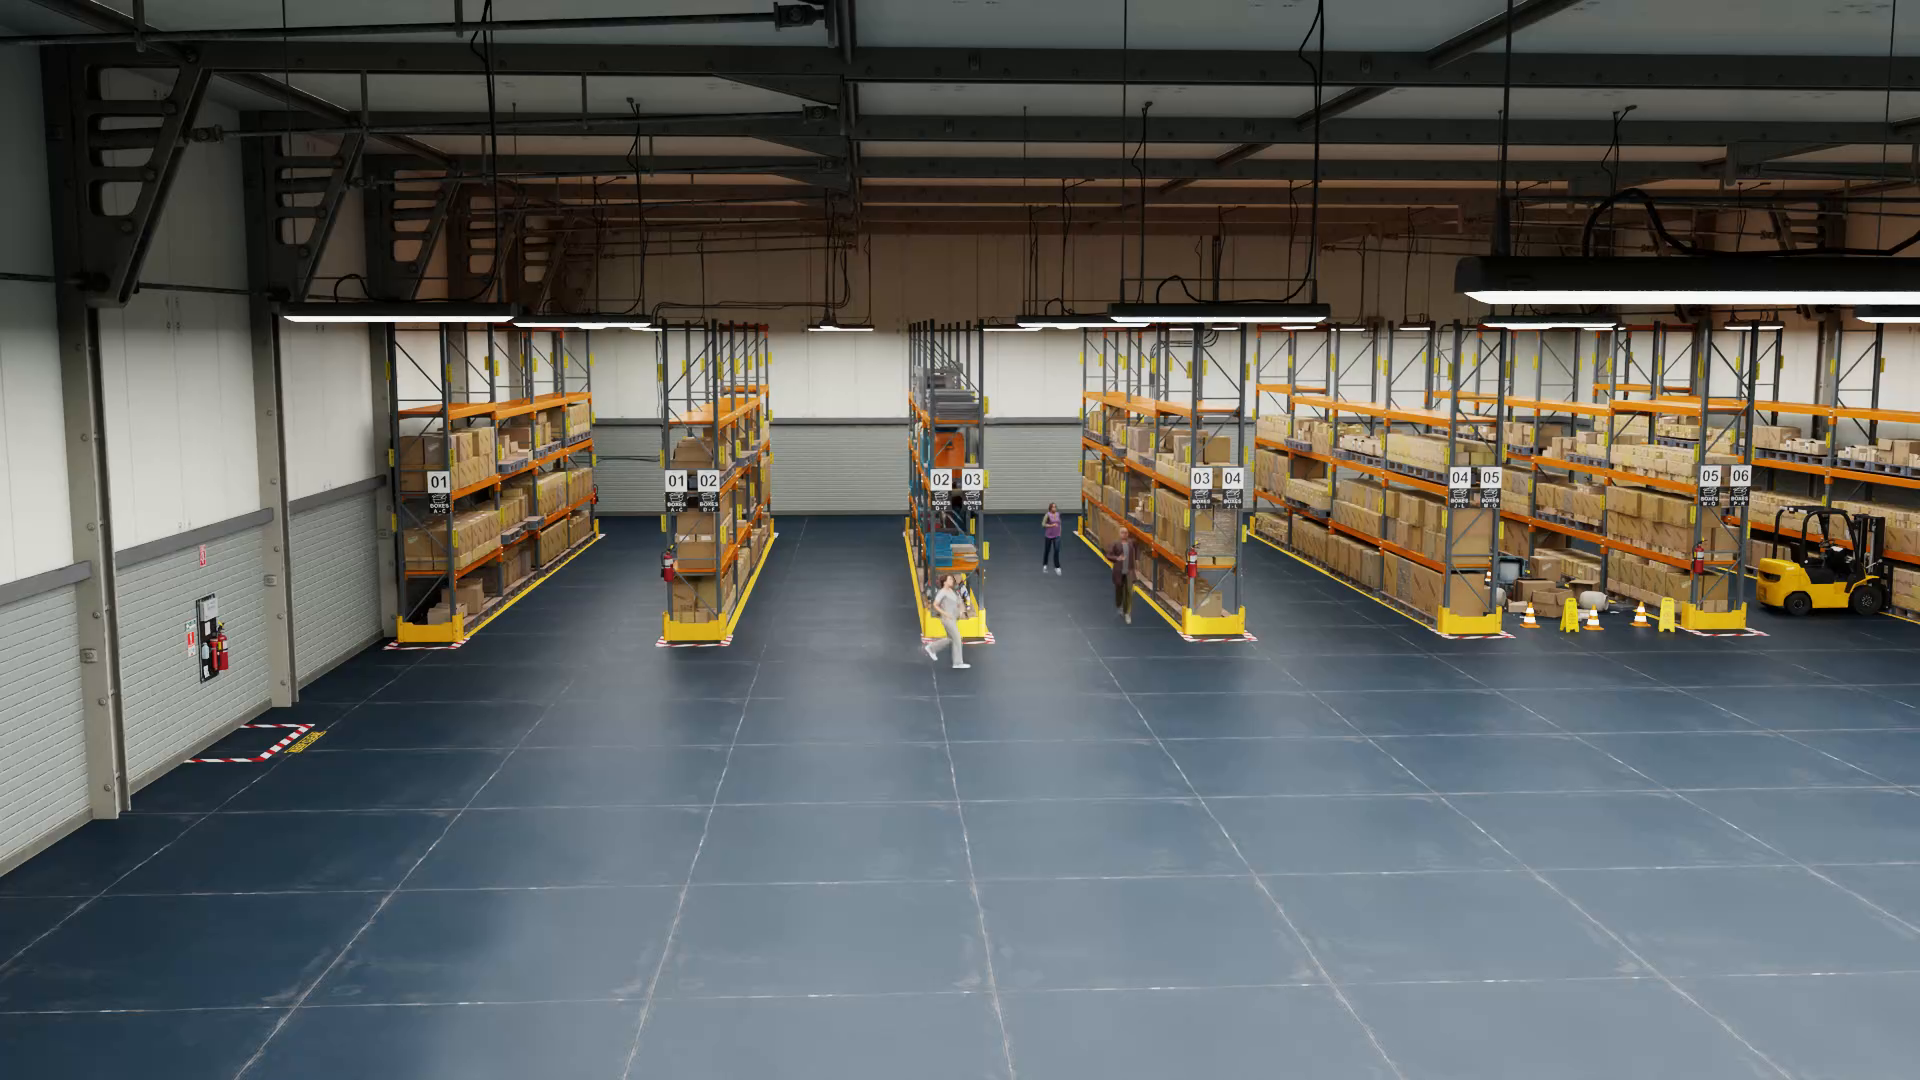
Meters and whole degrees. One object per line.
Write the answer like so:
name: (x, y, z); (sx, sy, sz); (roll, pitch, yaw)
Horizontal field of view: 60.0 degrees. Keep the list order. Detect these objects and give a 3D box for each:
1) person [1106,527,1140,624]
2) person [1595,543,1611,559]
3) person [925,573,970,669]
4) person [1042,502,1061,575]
person: (3.202, 0.663, 32.688); (0.733, 1.854, 0.952); (-1, 7, -6)
person: (15.949, -0.186, 41.146); (0.595, 1.660, 0.584); (-1, 7, -5)
person: (-0.230, 1.383, 28.581); (0.845, 1.639, 0.577); (3, 7, 19)
person: (2.098, -0.003, 37.871); (0.575, 1.529, 0.774); (-3, 8, -23)
